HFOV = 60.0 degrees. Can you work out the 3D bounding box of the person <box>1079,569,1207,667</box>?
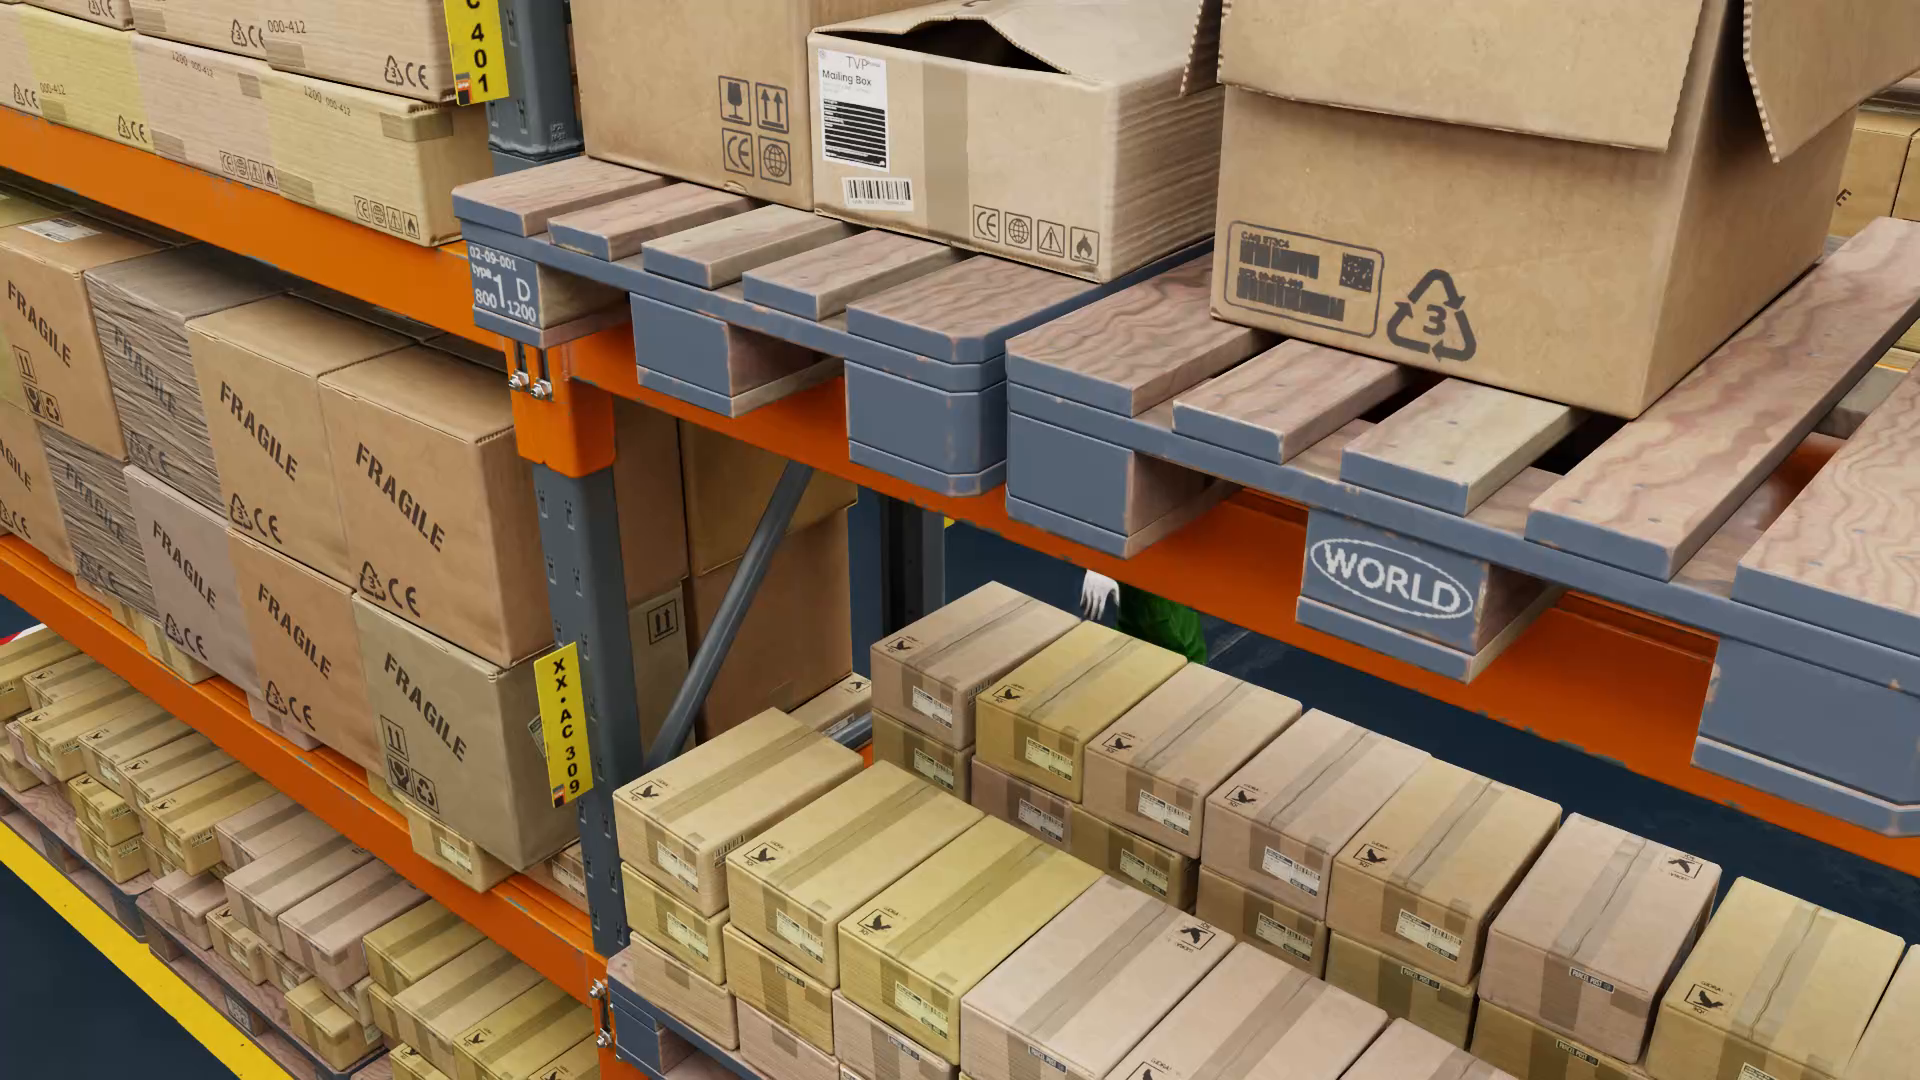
[{"bbox_3d":[0.694,0.072,5.941,0.511,1.834,0.592,12,29,22],"label":"person"}]
